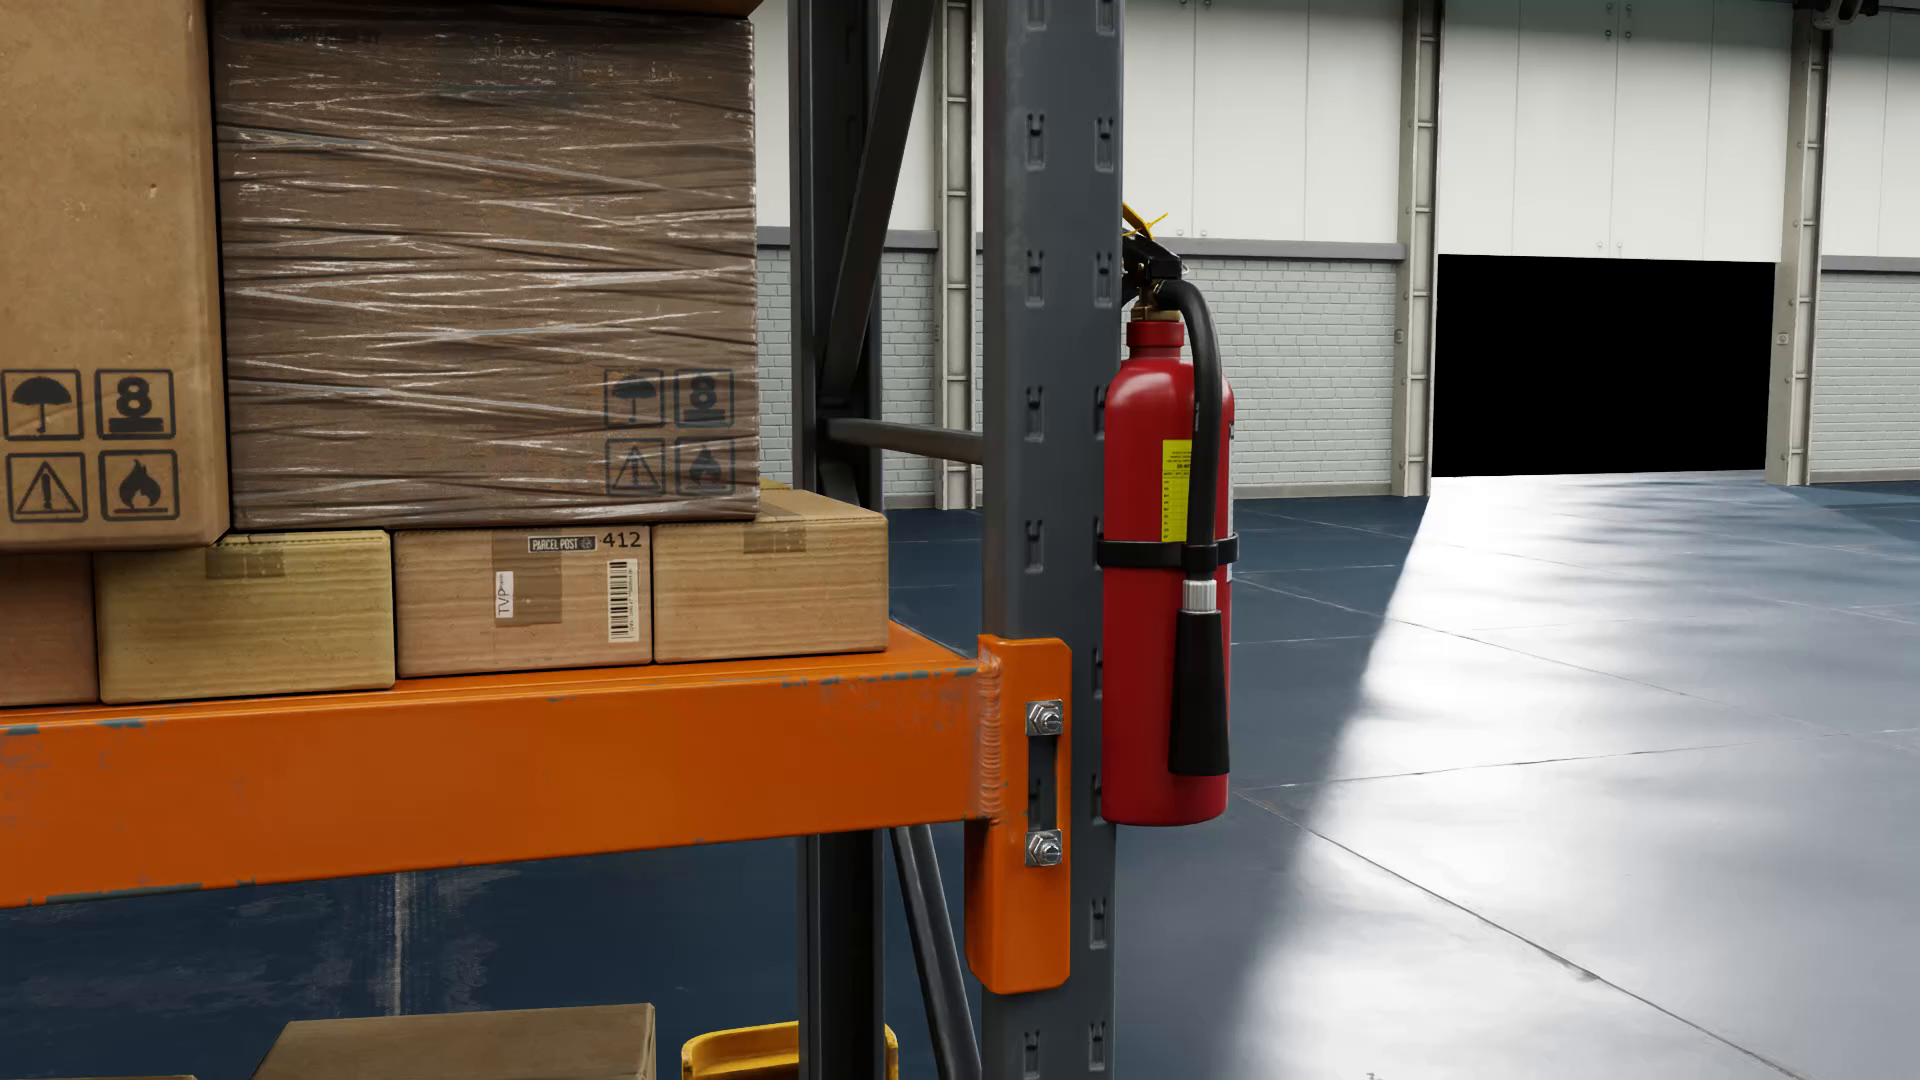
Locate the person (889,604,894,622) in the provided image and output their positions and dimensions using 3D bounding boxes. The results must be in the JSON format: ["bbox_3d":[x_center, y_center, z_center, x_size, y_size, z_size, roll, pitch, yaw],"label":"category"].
[{"bbox_3d":[-0.593,-0.093,8.595,0.597,1.603,0.428,-1,6,-9],"label":"person"}]
